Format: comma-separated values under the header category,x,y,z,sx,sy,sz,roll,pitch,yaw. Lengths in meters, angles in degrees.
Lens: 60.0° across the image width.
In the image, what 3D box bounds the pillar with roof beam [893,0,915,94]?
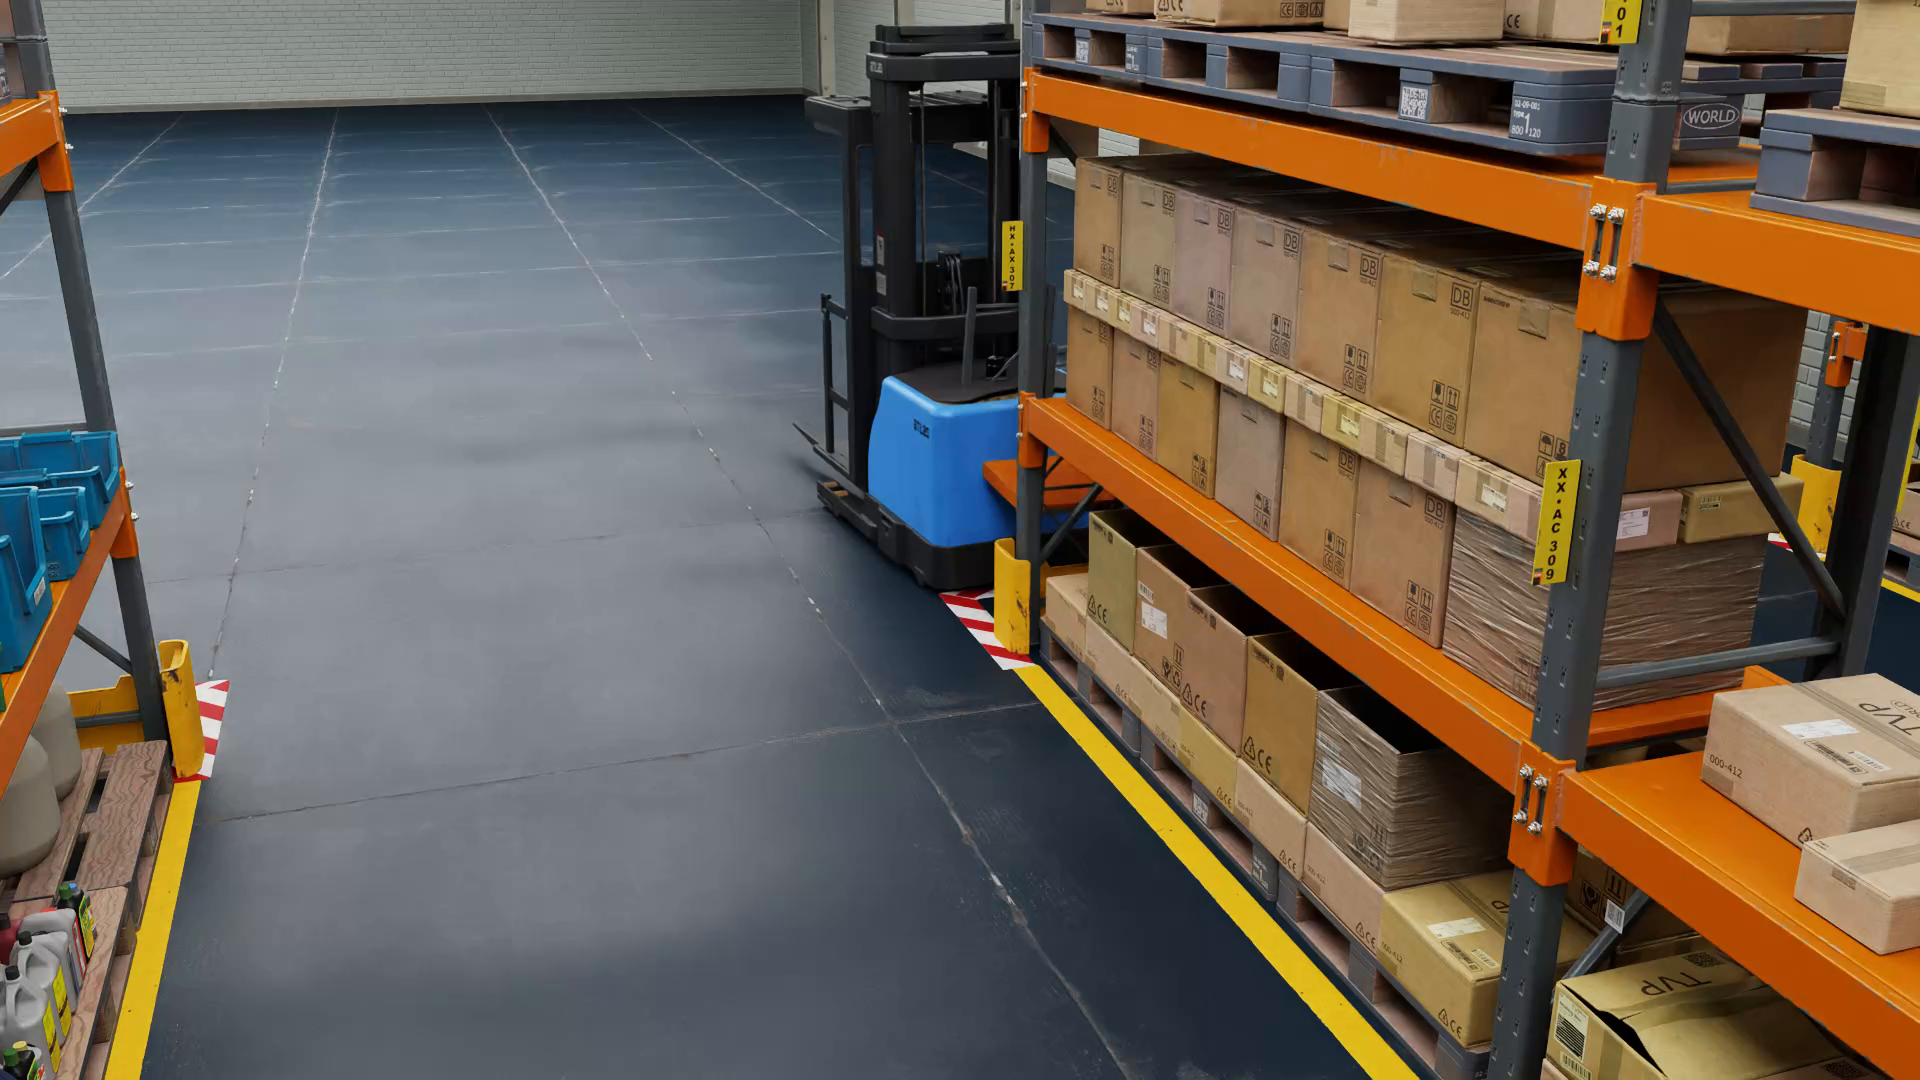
category,x,y,z,sx,sy,sz,roll,pitch,yaw
pillar with roof beam,-5.113,-11.403,28.352,9.100,9.000,0.400,-6,21,-17

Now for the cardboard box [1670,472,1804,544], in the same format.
category,x,y,z,sx,sy,sz,roll,pitch,yaw
cardboard box,2.131,-0.116,4.695,0.380,0.149,0.250,-6,21,-17

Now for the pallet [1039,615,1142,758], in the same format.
category,x,y,z,sx,sy,sz,roll,pitch,yaw
pallet,1.054,0.613,7.899,1.003,0.211,1.213,-6,21,-17

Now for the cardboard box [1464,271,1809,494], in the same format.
category,x,y,z,sx,sy,sz,roll,pitch,yaw
cardboard box,1.886,-0.456,4.683,0.700,0.500,0.500,-6,21,-17

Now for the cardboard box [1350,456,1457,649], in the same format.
category,x,y,z,sx,sy,sz,roll,pitch,yaw
cardboard box,1.714,-0.014,5.371,0.700,0.500,0.500,-7,21,-18

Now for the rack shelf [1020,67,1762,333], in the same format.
category,x,y,z,sx,sy,sz,roll,pitch,yaw
rack shelf,1.403,-1.372,5.926,1.077,0.370,4.000,-6,21,-17

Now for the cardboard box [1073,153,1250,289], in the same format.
category,x,y,z,sx,sy,sz,roll,pitch,yaw
cardboard box,0.925,-1.430,7.394,0.700,0.500,0.500,-6,21,-17

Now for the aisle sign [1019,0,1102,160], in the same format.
category,x,y,z,sx,sy,sz,roll,pitch,yaw
aisle sign,0.463,-2.153,7.627,0.394,0.787,0.004,-6,21,-17

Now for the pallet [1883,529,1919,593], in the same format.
category,x,y,z,sx,sy,sz,roll,pitch,yaw
pallet,5.721,0.133,9.234,1.003,0.211,1.213,-6,21,-17

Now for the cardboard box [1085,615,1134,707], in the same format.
category,x,y,z,sx,sy,sz,roll,pitch,yaw
cardboard box,0.892,0.511,7.501,0.500,0.250,0.500,-6,21,-17

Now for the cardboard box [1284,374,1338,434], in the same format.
category,x,y,z,sx,sy,sz,roll,pitch,yaw
cardboard box,1.345,-0.482,5.712,0.380,0.149,0.250,-6,21,-16

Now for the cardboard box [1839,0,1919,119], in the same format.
category,x,y,z,sx,sy,sz,roll,pitch,yaw
cardboard box,2.216,-0.997,3.418,0.500,0.250,0.500,-4,20,-12

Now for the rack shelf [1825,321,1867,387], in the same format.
category,x,y,z,sx,sy,sz,roll,pitch,yaw
rack shelf,6.104,-0.488,7.902,1.077,0.370,4.000,-6,21,-17

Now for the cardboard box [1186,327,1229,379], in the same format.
category,x,y,z,sx,sy,sz,roll,pitch,yaw
cardboard box,1.100,-0.731,6.407,0.380,0.149,0.250,-7,21,-18

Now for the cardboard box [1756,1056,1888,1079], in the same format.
category,x,y,z,sx,sy,sz,roll,pitch,yaw
cardboard box,2.077,1.496,3.932,0.500,0.311,0.500,-7,21,-18

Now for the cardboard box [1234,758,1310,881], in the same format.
category,x,y,z,sx,sy,sz,roll,pitch,yaw
cardboard box,1.359,0.993,6.160,0.500,0.250,0.500,-6,21,-17

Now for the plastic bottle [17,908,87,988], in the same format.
category,x,y,z,sx,sy,sz,roll,pitch,yaw
plastic bottle,-2.883,1.286,5.278,0.152,0.276,0.135,-6,21,-17

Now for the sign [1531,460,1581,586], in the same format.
category,x,y,z,sx,sy,sz,roll,pitch,yaw
sign,1.505,-0.042,4.199,0.100,0.325,0.005,-6,21,-17

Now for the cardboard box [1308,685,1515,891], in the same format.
category,x,y,z,sx,sy,sz,roll,pitch,yaw
cardboard box,1.532,0.799,5.591,0.500,0.500,0.500,-6,21,-17

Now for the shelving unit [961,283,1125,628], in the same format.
category,x,y,z,sx,sy,sz,roll,pitch,yaw
shelving unit,0.420,-0.464,8.722,0.587,1.500,1.083,-6,25,-21

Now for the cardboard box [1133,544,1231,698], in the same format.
category,x,y,z,sx,sy,sz,roll,pitch,yaw
cardboard box,1.060,0.318,6.931,0.500,0.500,0.500,-6,21,-17

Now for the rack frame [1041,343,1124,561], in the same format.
category,x,y,z,sx,sy,sz,roll,pitch,yaw
rack frame,0.602,-0.266,8.301,0.500,1.500,0.032,-6,25,-21

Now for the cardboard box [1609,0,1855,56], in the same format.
category,x,y,z,sx,sy,sz,roll,pitch,yaw
cardboard box,2.123,-1.569,4.434,0.500,0.500,0.500,-5,20,-13

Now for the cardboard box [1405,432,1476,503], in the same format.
category,x,y,z,sx,sy,sz,roll,pitch,yaw
cardboard box,1.582,-0.237,5.032,0.380,0.149,0.250,-7,21,-19

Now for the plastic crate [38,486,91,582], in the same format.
category,x,y,z,sx,sy,sz,roll,pitch,yaw
plastic crate,-3.289,-0.008,5.721,0.499,0.251,0.408,-6,21,-17

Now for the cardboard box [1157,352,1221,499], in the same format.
category,x,y,z,sx,sy,sz,roll,pitch,yaw
cardboard box,1.229,-0.509,6.747,0.700,0.500,0.500,-6,21,-17

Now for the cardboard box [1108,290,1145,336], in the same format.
category,x,y,z,sx,sy,sz,roll,pitch,yaw
cardboard box,0.856,-0.980,7.099,0.380,0.149,0.250,-6,21,-17

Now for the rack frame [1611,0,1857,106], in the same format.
category,x,y,z,sx,sy,sz,roll,pitch,yaw
rack frame,2.031,-2.480,3.510,1.000,3.000,0.127,-6,21,-17

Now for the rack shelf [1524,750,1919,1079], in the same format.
category,x,y,z,sx,sy,sz,roll,pitch,yaw
rack shelf,2.660,1.323,2.859,1.077,0.370,4.000,-6,21,-17

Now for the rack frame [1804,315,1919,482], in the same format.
category,x,y,z,sx,sy,sz,roll,pitch,yaw
rack frame,5.476,-1.468,9.567,1.000,3.000,0.127,-6,21,-17

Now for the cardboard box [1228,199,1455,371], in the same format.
category,x,y,z,sx,sy,sz,roll,pitch,yaw
cardboard box,1.413,-0.940,6.028,0.700,0.500,0.500,-6,21,-17

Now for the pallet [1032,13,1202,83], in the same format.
category,x,y,z,sx,sy,sz,roll,pitch,yaw
pallet,0.972,-2.081,6.967,1.003,0.211,1.213,-6,21,-17

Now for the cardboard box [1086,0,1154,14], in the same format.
category,x,y,z,sx,sy,sz,roll,pitch,yaw
cardboard box,0.951,-2.480,6.964,0.797,0.503,0.637,-5,20,-13

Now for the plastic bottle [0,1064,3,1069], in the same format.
category,x,y,z,sx,sy,sz,roll,pitch,yaw
plastic bottle,-2.673,1.538,4.582,0.097,0.271,0.097,0,20,0

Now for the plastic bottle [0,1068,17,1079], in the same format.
category,x,y,z,sx,sy,sz,roll,pitch,yaw
plastic bottle,-2.591,1.544,4.449,0.144,0.351,0.185,-7,21,-19

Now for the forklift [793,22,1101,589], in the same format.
category,x,y,z,sx,sy,sz,roll,pitch,yaw
forklift,-0.250,-1.573,9.960,1.130,2.935,3.031,-8,21,-22

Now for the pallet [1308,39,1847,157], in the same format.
category,x,y,z,sx,sy,sz,roll,pitch,yaw
pallet,1.739,-1.298,4.787,1.003,0.211,1.213,-6,21,-17

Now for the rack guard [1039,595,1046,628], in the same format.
category,x,y,z,sx,sy,sz,roll,pitch,yaw
rack guard,0.560,0.304,8.553,0.587,0.250,0.087,-6,25,-21

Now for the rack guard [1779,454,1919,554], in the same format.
category,x,y,z,sx,sy,sz,roll,pitch,yaw
rack guard,5.499,-0.267,9.922,1.175,0.500,0.348,-6,21,-17

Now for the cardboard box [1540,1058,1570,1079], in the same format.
category,x,y,z,sx,sy,sz,roll,pitch,yaw
cardboard box,1.923,1.595,4.485,0.500,0.250,0.500,-7,21,-19

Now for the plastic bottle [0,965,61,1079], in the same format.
category,x,y,z,sx,sy,sz,roll,pitch,yaw
plastic bottle,-2.725,1.408,4.828,0.144,0.351,0.185,-7,21,-18

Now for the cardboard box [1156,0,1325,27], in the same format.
category,x,y,z,sx,sy,sz,roll,pitch,yaw
cardboard box,1.037,-2.101,5.915,0.500,0.500,0.500,-6,21,-17
